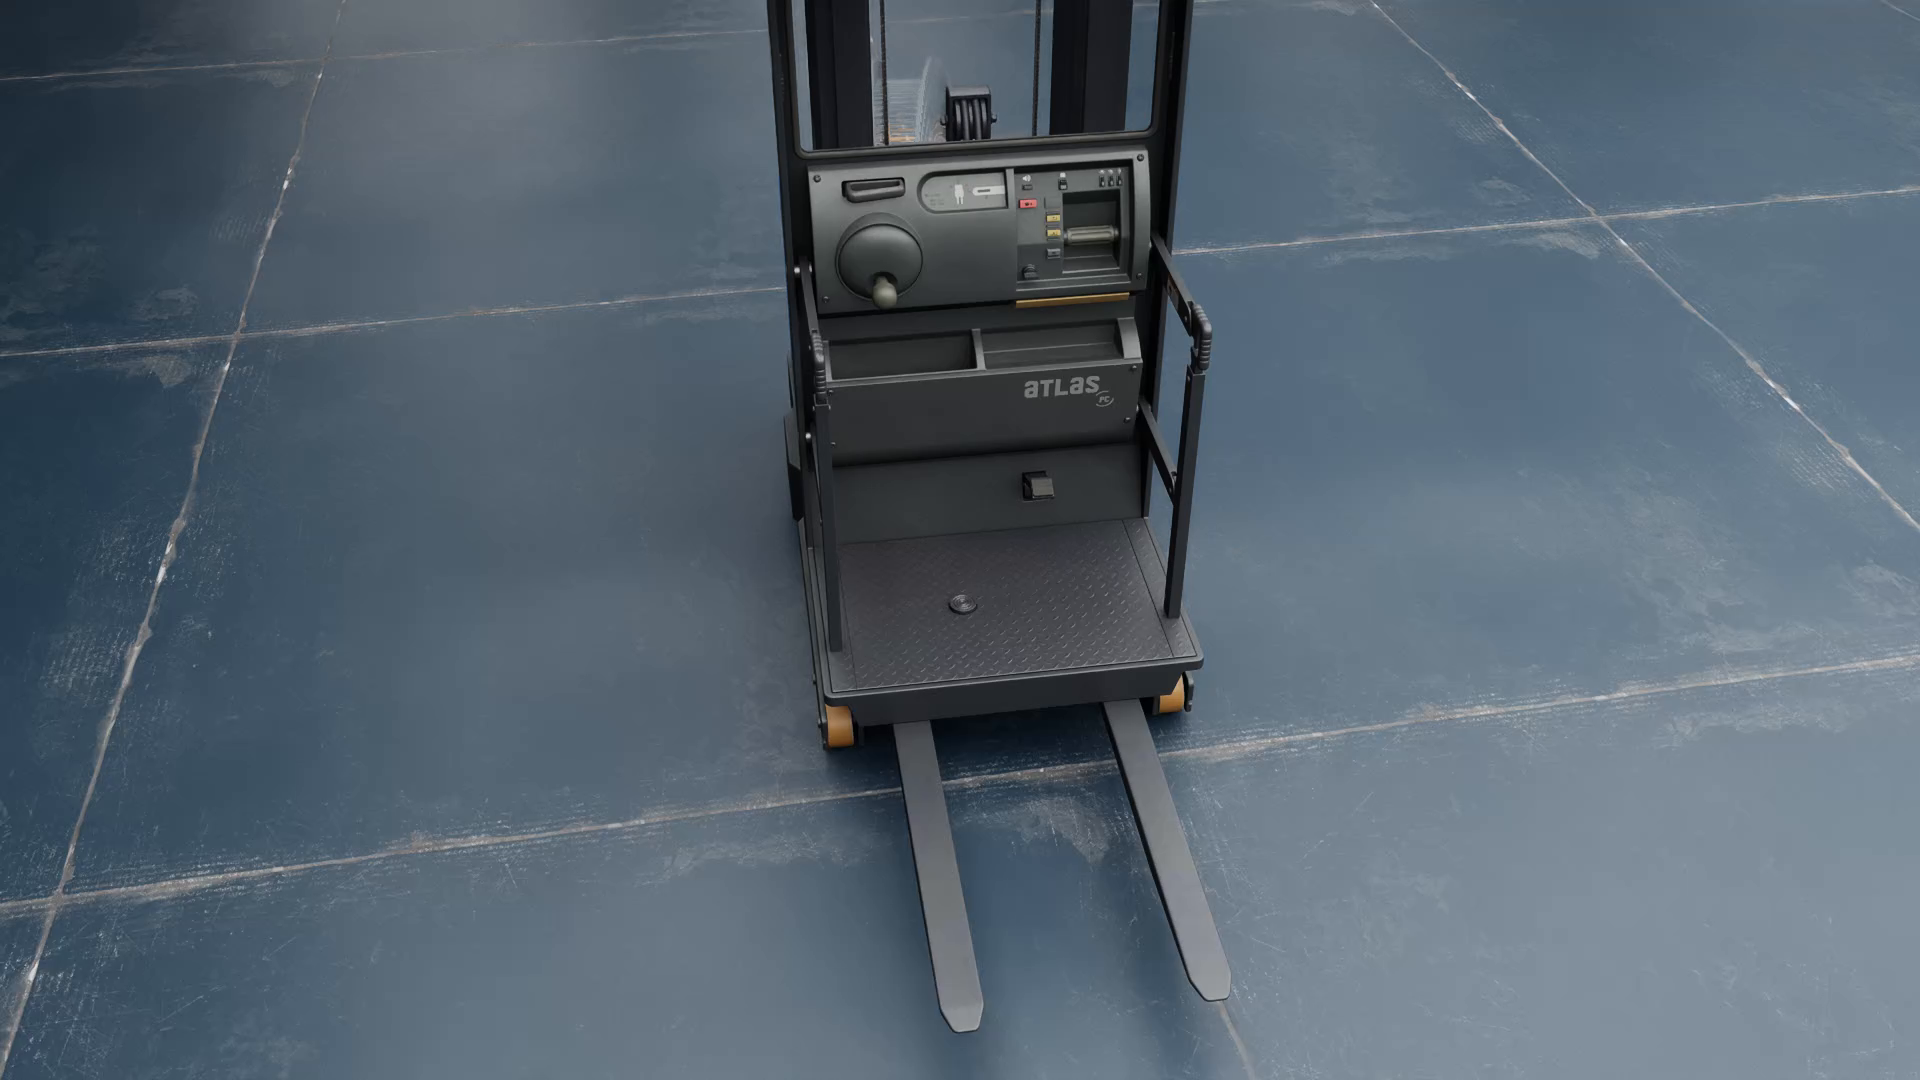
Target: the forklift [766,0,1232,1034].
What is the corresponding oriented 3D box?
[{"bbox_3d":[0.093,-0.775,4.358,1.130,2.935,3.031,-5,38,-7],"label":"forklift"}]
